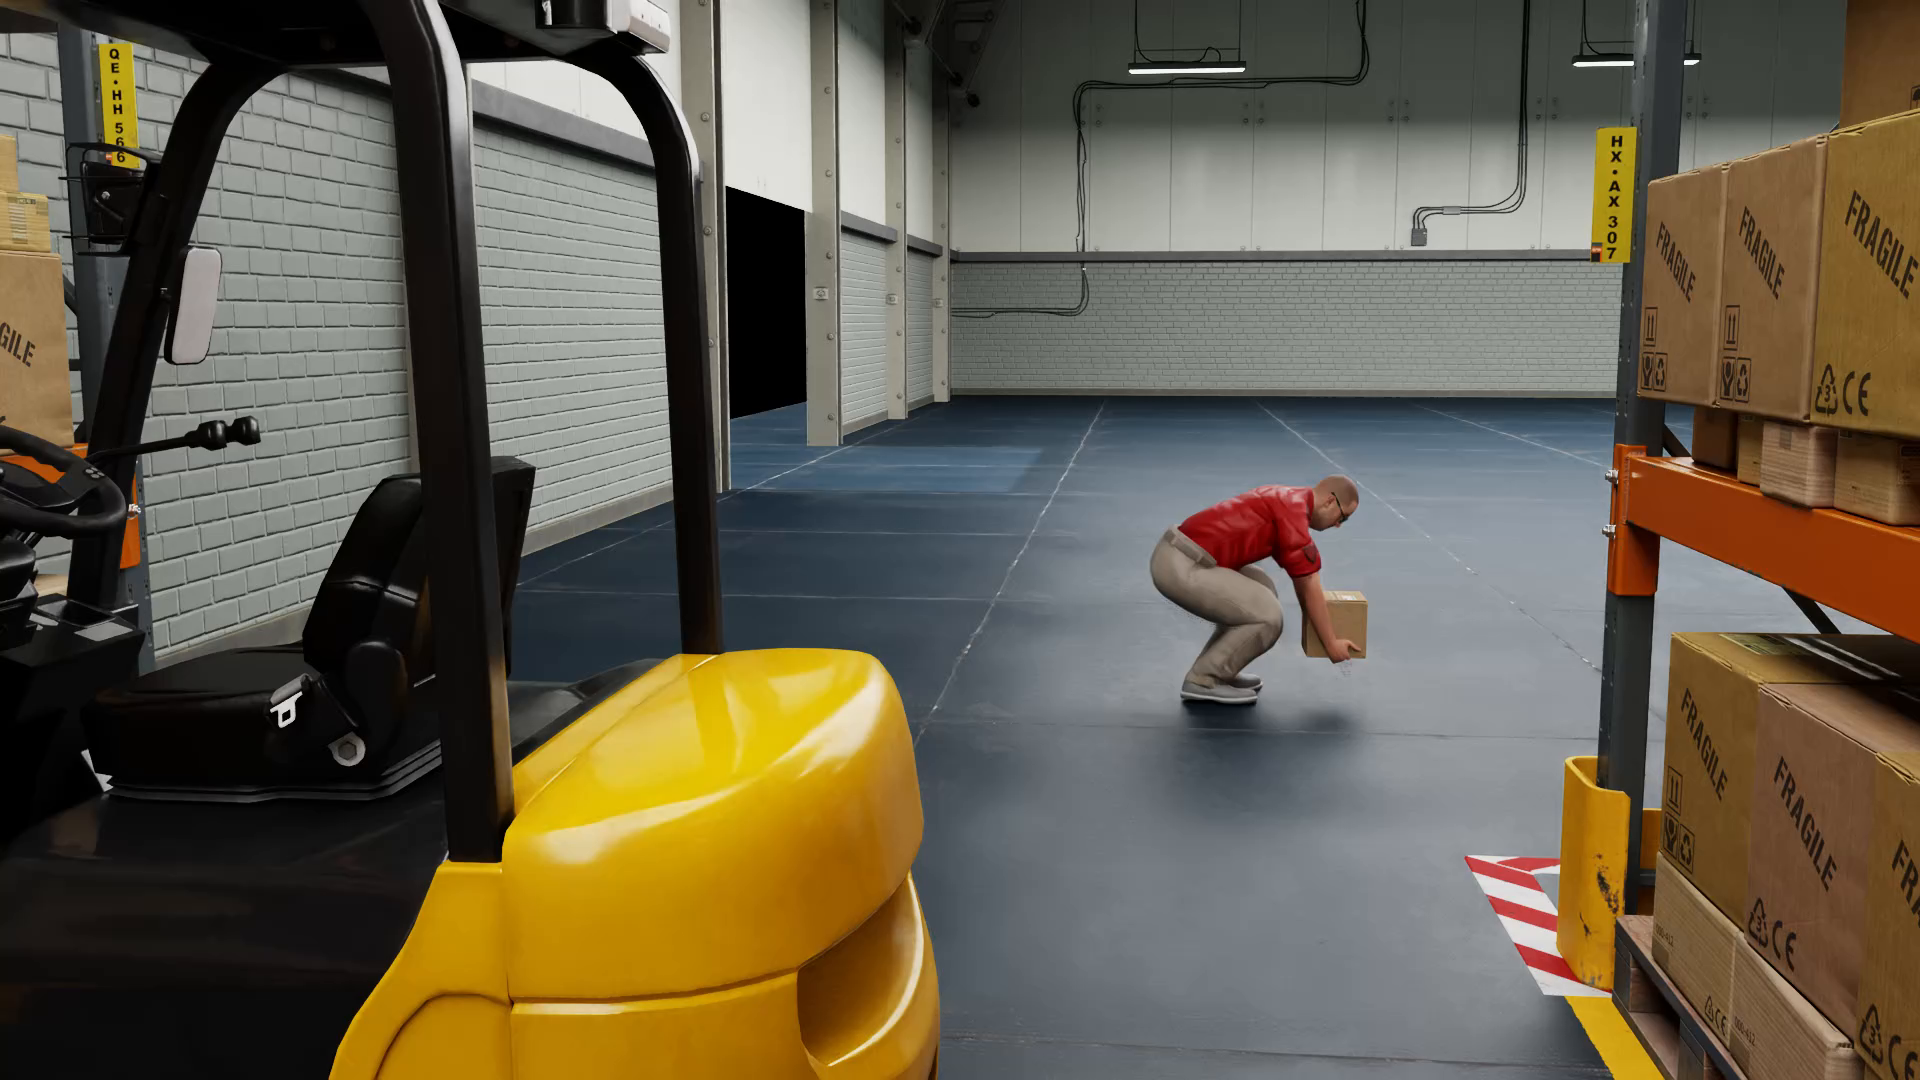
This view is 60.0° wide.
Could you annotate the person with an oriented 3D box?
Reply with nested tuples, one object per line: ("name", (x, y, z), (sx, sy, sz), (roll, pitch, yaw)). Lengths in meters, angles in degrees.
("person", (1.284, 0.200, 7.223), (0.926, 0.978, 0.528), (1, 8, 4))
